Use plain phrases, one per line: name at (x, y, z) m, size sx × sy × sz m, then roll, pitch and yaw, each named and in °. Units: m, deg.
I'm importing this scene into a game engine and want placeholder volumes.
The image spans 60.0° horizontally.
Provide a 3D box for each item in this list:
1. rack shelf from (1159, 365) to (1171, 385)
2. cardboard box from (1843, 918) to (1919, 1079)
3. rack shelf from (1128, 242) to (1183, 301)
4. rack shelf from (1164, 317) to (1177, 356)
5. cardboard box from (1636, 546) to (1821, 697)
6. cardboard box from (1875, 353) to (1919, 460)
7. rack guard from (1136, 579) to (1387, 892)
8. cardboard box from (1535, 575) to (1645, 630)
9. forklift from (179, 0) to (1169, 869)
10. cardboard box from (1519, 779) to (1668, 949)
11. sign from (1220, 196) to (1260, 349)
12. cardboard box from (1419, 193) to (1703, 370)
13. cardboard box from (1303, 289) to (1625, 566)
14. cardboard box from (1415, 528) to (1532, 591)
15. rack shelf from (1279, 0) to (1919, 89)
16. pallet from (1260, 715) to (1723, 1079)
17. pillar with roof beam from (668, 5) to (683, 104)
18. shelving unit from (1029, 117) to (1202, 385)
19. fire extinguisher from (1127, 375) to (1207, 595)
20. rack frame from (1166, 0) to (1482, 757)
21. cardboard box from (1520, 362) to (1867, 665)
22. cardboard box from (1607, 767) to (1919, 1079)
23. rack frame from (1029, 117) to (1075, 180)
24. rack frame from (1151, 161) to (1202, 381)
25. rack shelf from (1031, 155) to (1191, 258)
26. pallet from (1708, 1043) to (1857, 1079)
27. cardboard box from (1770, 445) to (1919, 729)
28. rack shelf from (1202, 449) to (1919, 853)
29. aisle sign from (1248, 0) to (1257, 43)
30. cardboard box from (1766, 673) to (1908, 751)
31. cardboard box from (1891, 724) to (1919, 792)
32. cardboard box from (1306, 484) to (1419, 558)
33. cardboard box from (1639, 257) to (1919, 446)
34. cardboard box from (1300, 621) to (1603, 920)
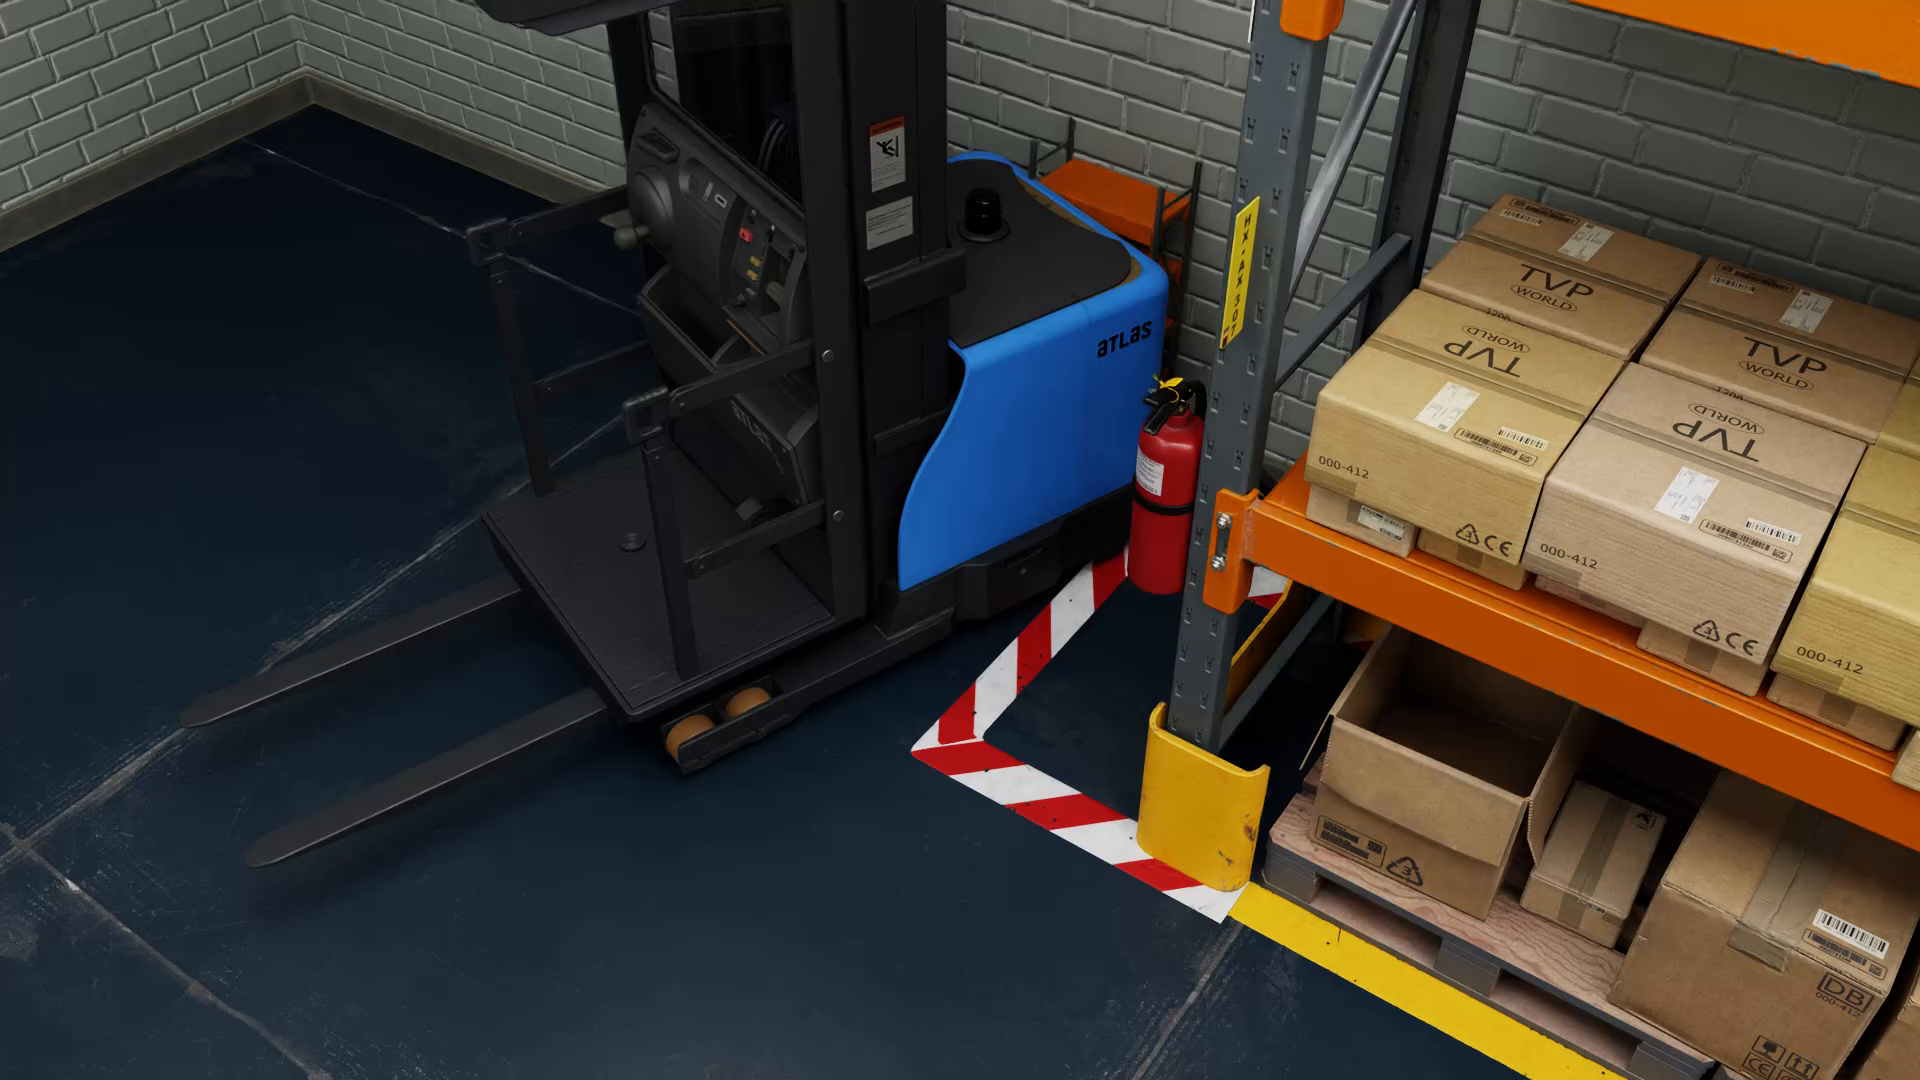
rack shelf at (0.479, -0.585, 5.896) m, size 0.480 × 0.148 × 0.258 m, roll 27°, pitch 46°, yaw 27°
cardboard box at (2.396, 1.137, 3.789) m, size 0.500 × 0.500 × 0.500 m, roll 26°, pitch 48°, yaw 26°
rack shelf at (0.490, -0.908, 5.624) m, size 0.480 × 0.148 × 0.258 m, roll 27°, pitch 46°, yaw 27°
rack shelf at (0.484, -0.737, 5.768) m, size 0.480 × 0.148 × 0.258 m, roll 27°, pitch 46°, yaw 27°
cardboard box at (1.650, 0.124, 3.550) m, size 0.250 × 0.149 × 0.380 m, roll 27°, pitch 48°, yaw 27°
cardboard box at (2.249, -0.163, 3.572) m, size 0.500 × 0.250 × 0.500 m, roll 27°, pitch 48°, yaw 27°
rack guard at (0.958, 0.431, 4.893) m, size 0.348 × 0.500 × 1.175 m, roll 25°, pitch 48°, yaw 25°
cardboard box at (1.478, -0.006, 3.696) m, size 0.250 × 0.149 × 0.380 m, roll 24°, pitch 47°, yaw 25°
forklift at (-0.844, -0.809, 4.456) m, size 3.031 × 2.935 × 1.130 m, roll -25°, pitch 47°, yaw -25°
cardboard box at (1.668, 0.847, 4.377) m, size 0.250 × 0.149 × 0.380 m, roll 23°, pitch 47°, yaw 24°
sign at (0.585, -0.556, 3.472) m, size 0.005 × 0.325 × 0.100 m, roll 25°, pitch 48°, yaw 25°
cardboard box at (1.425, -0.553, 4.008) m, size 0.500 × 0.250 × 0.500 m, roll 26°, pitch 48°, yaw 26°
cardboard box at (1.113, -0.263, 3.684) m, size 0.500 × 0.250 × 0.500 m, roll 25°, pitch 48°, yaw 26°
cardboard box at (1.243, -0.088, 3.787) m, size 0.250 × 0.149 × 0.380 m, roll 26°, pitch 48°, yaw 26°
rack shelf at (2.534, -0.613, 2.476) m, size 4.000 × 0.370 × 1.077 m, roll 25°, pitch 48°, yaw 25°
pallet at (1.612, 0.844, 4.649) m, size 1.213 × 0.211 × 1.003 m, roll 25°, pitch 48°, yaw 25°
pillar with roof beam at (-3.266, -1.939, 1.169) m, size 0.400 × 9.000 × 9.100 m, roll 25°, pitch 48°, yaw 25°
shelving unit at (0.486, -0.788, 5.724) m, size 0.503 × 1.200 × 0.258 m, roll 27°, pitch 46°, yaw 27°
fire extinguisher at (0.510, -0.165, 4.023) m, size 0.183 × 0.674 × 0.296 m, roll 25°, pitch 48°, yaw 25°
rack frame at (0.896, -0.529, 4.092) m, size 0.127 × 3.000 × 1.000 m, roll 25°, pitch 48°, yaw 25°
cardboard box at (1.526, -0.070, 3.469) m, size 0.500 × 0.250 × 0.500 m, roll 26°, pitch 48°, yaw 26°
cardboard box at (2.020, 0.880, 4.076) m, size 0.500 × 0.500 × 0.700 m, roll 27°, pitch 48°, yaw 27°
rack frame at (0.292, -0.888, 5.835) m, size 0.015 × 1.200 × 0.240 m, roll 27°, pitch 46°, yaw 27°
rack frame at (0.679, -0.688, 5.614) m, size 0.015 × 1.200 × 0.240 m, roll 27°, pitch 46°, yaw 27°
rack shelf at (0.495, -1.088, 5.471) m, size 0.480 × 0.148 × 0.258 m, roll 27°, pitch 46°, yaw 27°
pallet at (2.606, 1.311, 4.126) m, size 1.213 × 0.211 × 1.003 m, roll 25°, pitch 48°, yaw 25°
cardboard box at (1.943, 0.122, 3.254) m, size 0.500 × 0.250 × 0.500 m, roll 24°, pitch 47°, yaw 25°
rack shelf at (2.534, 0.505, 3.476) m, size 4.000 × 0.370 × 1.077 m, roll 25°, pitch 48°, yaw 25°
aisle sign at (0.672, -1.364, 3.075) m, size 0.004 × 0.787 × 0.394 m, roll 25°, pitch 48°, yaw 25°
cardboard box at (1.870, 0.223, 3.440) m, size 0.250 × 0.149 × 0.380 m, roll 26°, pitch 48°, yaw 26°
cardboard box at (2.034, 0.360, 3.286) m, size 0.250 × 0.149 × 0.380 m, roll 24°, pitch 47°, yaw 24°
cardboard box at (1.008, -0.160, 3.868) m, size 0.250 × 0.149 × 0.380 m, roll 25°, pitch 47°, yaw 25°
cardboard box at (1.847, -0.355, 3.786) m, size 0.500 × 0.250 × 0.500 m, roll 25°, pitch 48°, yaw 25°
cardboard box at (1.343, 0.531, 4.465) m, size 0.637 × 0.503 × 0.797 m, roll 23°, pitch 47°, yaw 24°
